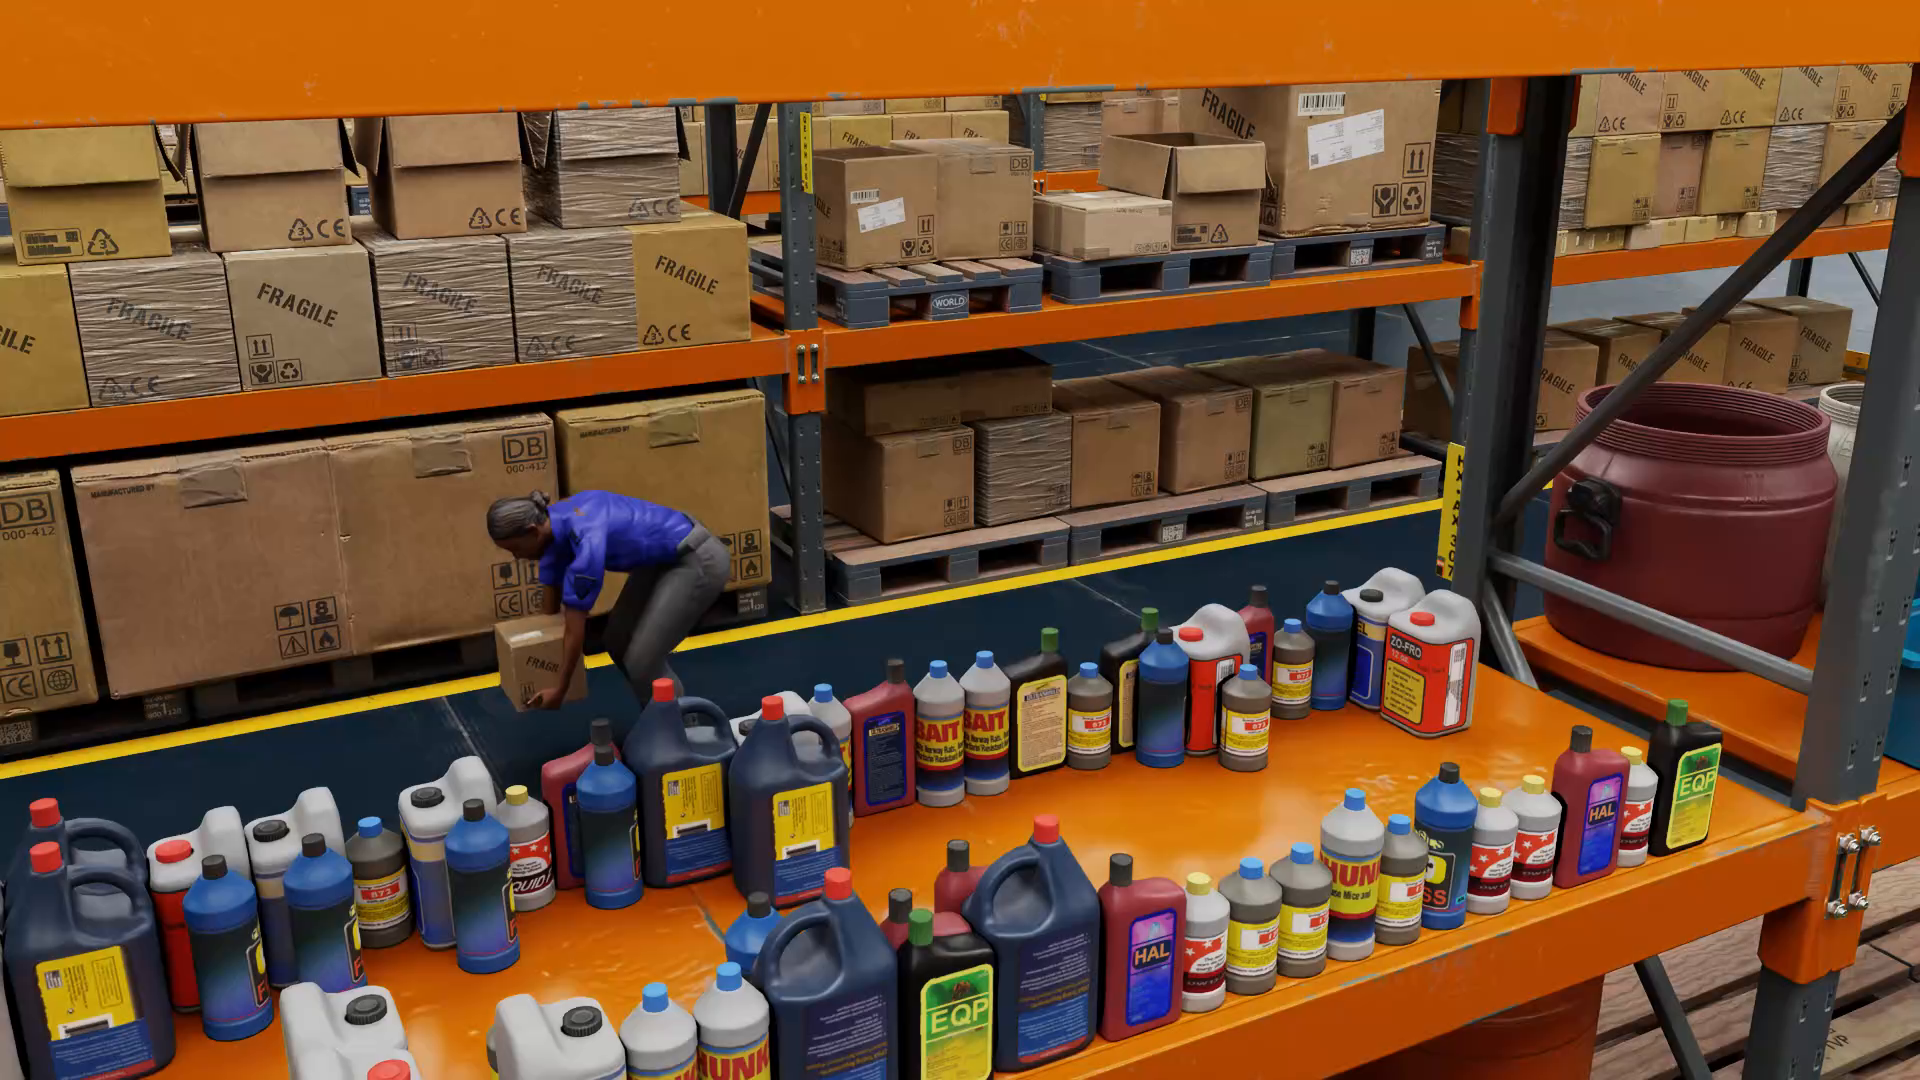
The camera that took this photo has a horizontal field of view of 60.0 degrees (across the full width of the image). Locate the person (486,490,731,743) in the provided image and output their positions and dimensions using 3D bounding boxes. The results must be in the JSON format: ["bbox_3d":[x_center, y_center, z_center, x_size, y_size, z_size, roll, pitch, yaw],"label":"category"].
[{"bbox_3d":[-1.243,0.313,6.013,0.850,1.105,0.437,-10,21,-27],"label":"person"}]
